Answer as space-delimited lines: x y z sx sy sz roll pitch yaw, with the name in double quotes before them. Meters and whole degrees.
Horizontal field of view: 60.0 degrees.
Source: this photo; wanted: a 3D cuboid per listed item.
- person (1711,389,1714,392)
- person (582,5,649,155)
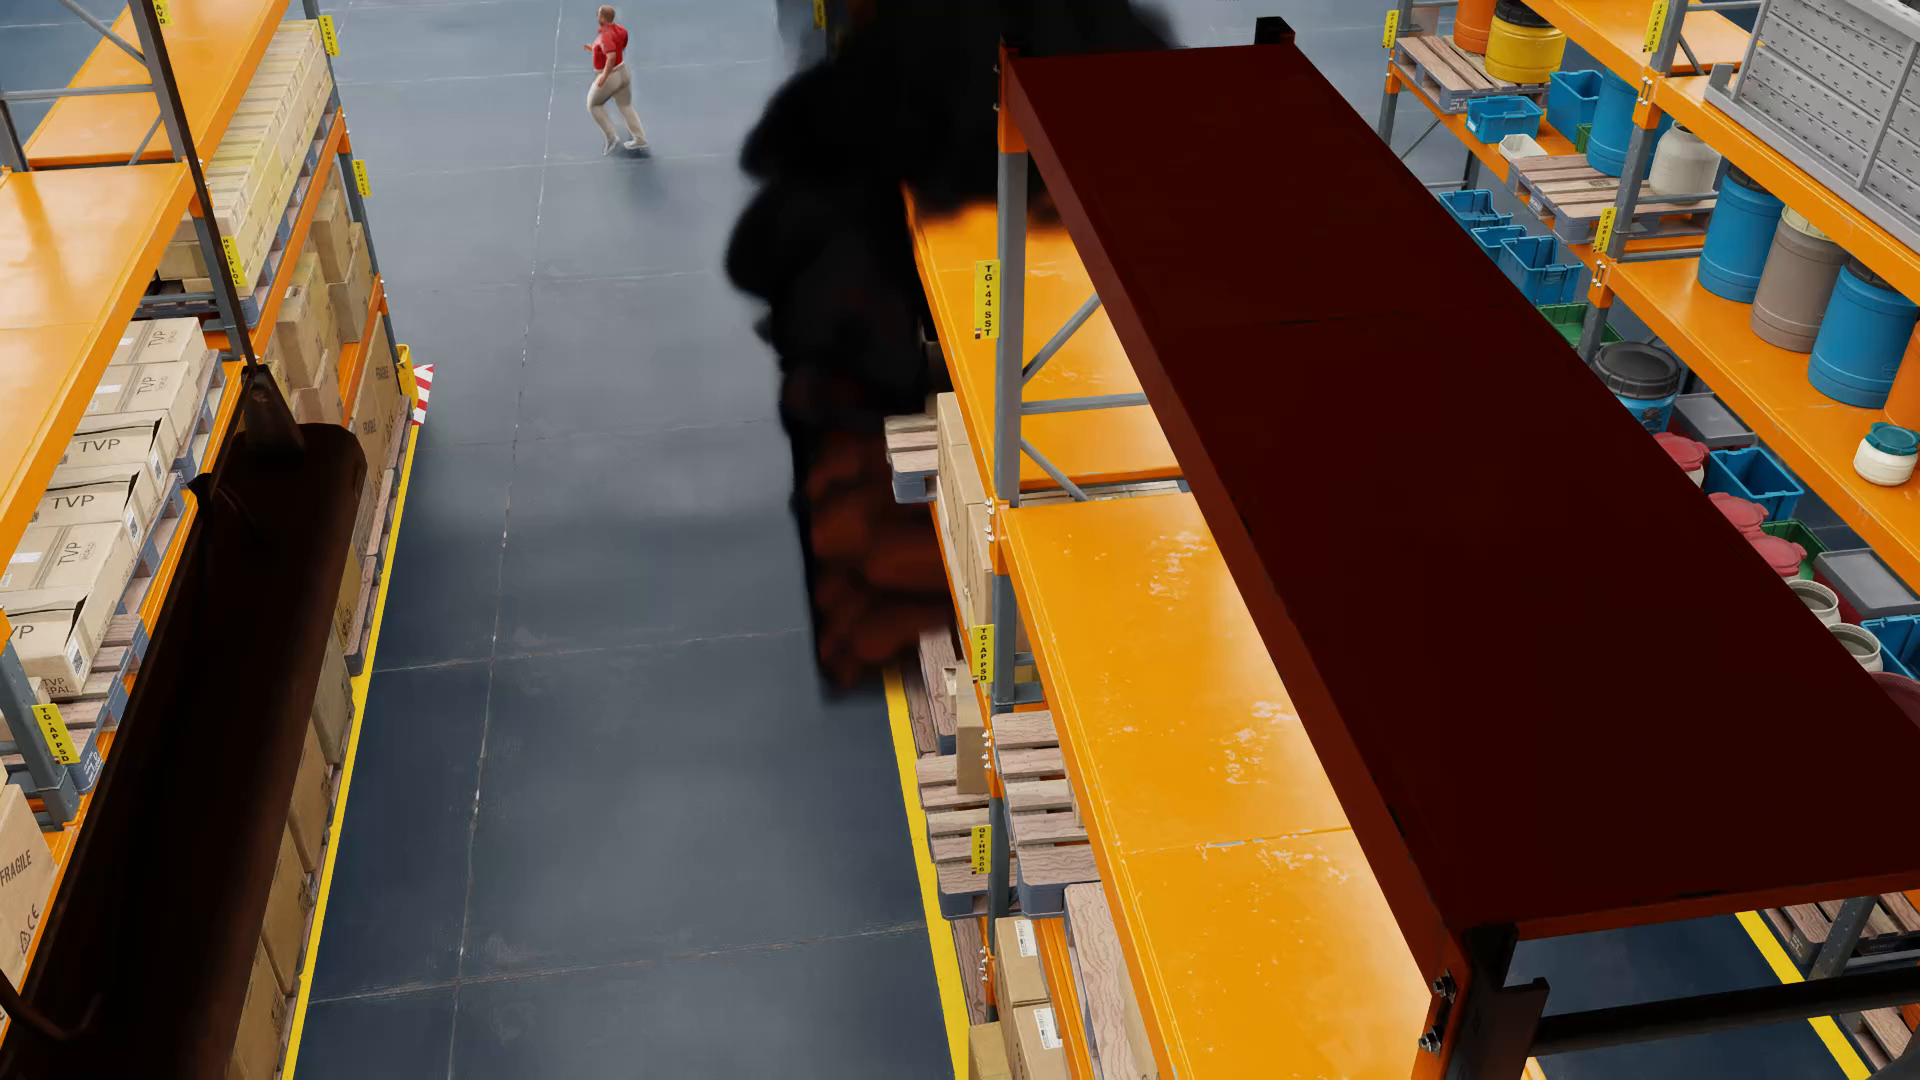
"person" 6.181 -1.472 13.583 0.537 1.614 0.810 -11 38 -15
"person" -4.039 -5.309 19.253 0.733 1.768 0.637 17 40 22
